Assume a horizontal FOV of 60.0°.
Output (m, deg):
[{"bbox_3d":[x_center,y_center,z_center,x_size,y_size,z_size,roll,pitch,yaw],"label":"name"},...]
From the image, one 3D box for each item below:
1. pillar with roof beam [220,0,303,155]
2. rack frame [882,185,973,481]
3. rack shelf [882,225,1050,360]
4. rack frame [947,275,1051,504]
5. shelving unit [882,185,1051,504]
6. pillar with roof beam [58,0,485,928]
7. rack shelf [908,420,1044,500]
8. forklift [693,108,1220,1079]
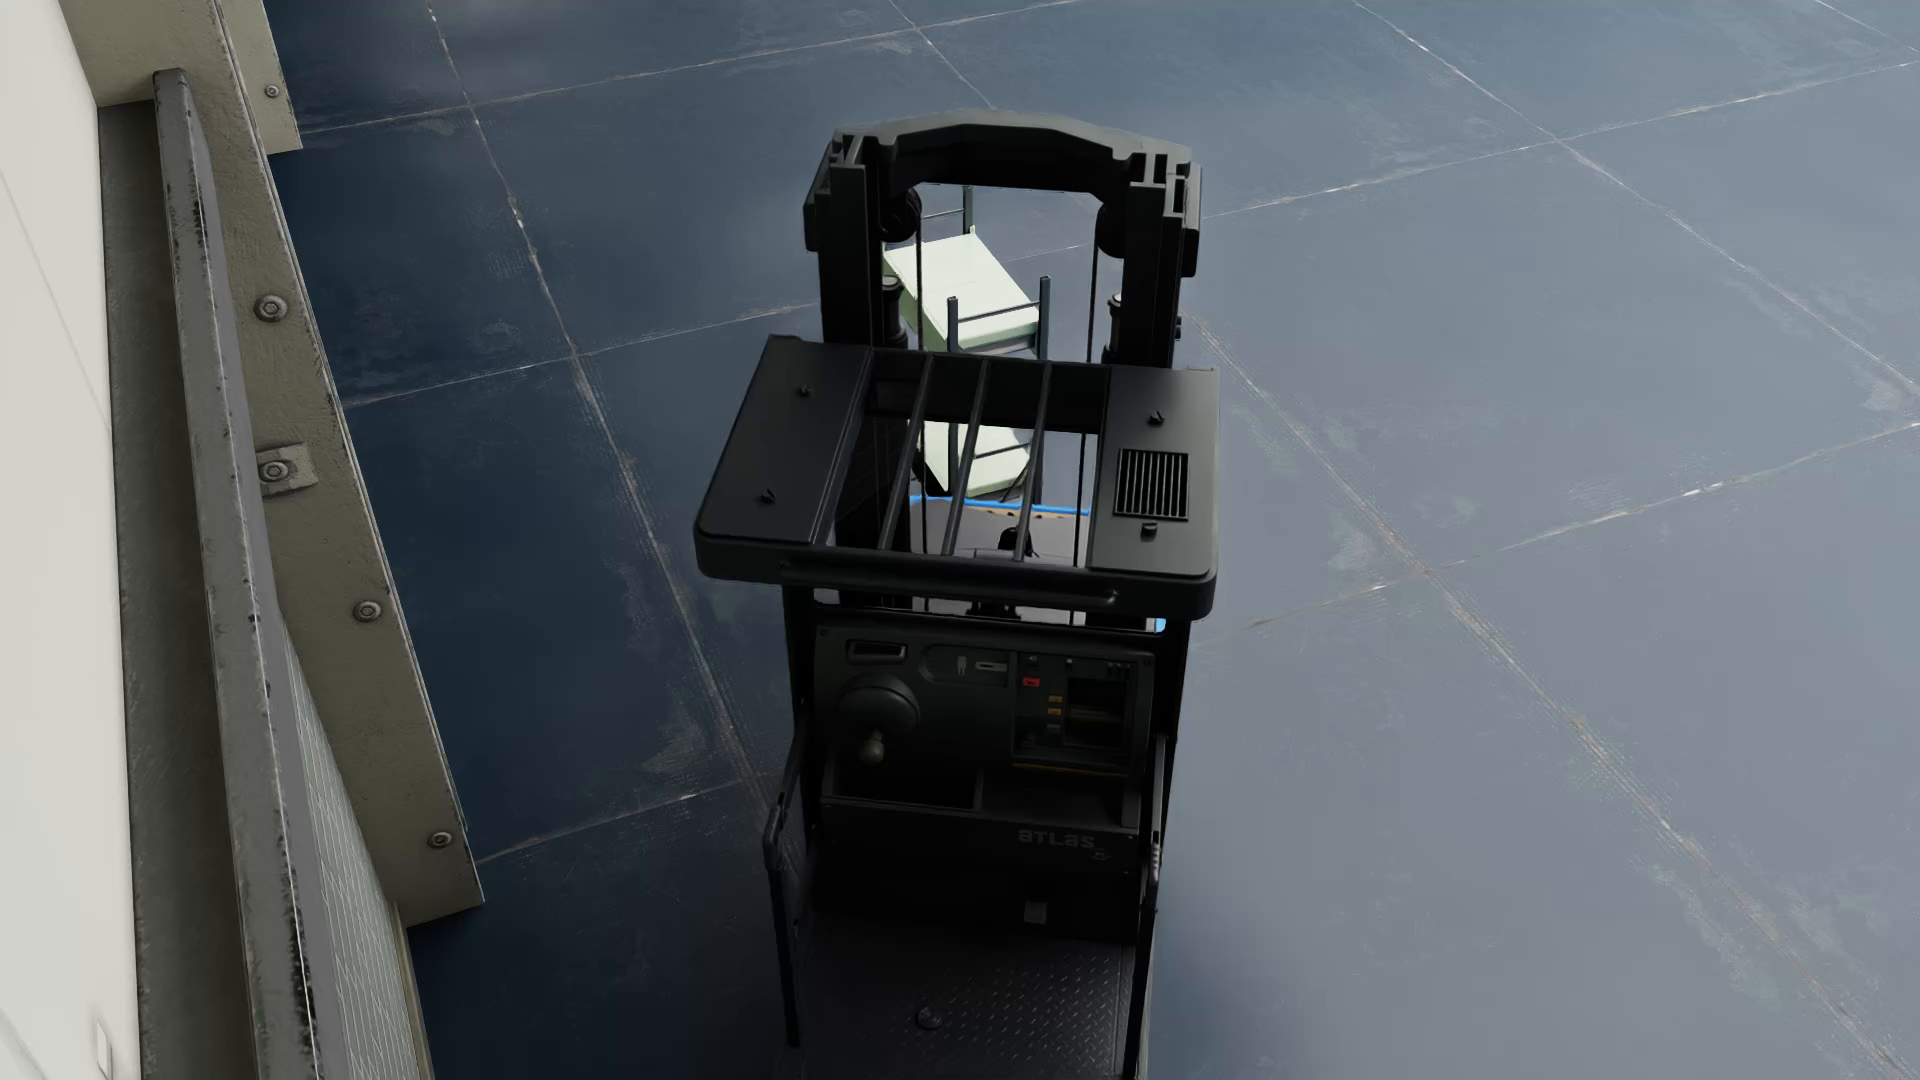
[{"bbox_3d":[-0.188,-6.919,8.394,9.100,9.000,0.400,-15,43,-17],"label":"pillar with roof beam"},{"bbox_3d":[-0.137,-0.785,7.013,0.400,1.500,0.023,-15,43,-17],"label":"rack frame"},{"bbox_3d":[0.003,-0.861,6.502,0.431,0.370,0.720,-15,43,-17],"label":"rack shelf"},{"bbox_3d":[0.143,-0.344,6.500,0.400,1.500,0.023,-15,43,-17],"label":"rack frame"},{"bbox_3d":[0.003,-0.565,6.756,0.431,1.500,0.755,-15,43,-17],"label":"shelving unit"},{"bbox_3d":[2.107,-3.305,4.191,9.100,9.000,0.400,-15,43,-17],"label":"pillar with roof beam"},{"bbox_3d":[0.003,-0.317,6.969,0.431,0.370,0.720,-15,43,-17],"label":"rack shelf"},{"bbox_3d":[0.036,0.524,4.393,1.130,2.935,3.031,5,41,6],"label":"forklift"}]
